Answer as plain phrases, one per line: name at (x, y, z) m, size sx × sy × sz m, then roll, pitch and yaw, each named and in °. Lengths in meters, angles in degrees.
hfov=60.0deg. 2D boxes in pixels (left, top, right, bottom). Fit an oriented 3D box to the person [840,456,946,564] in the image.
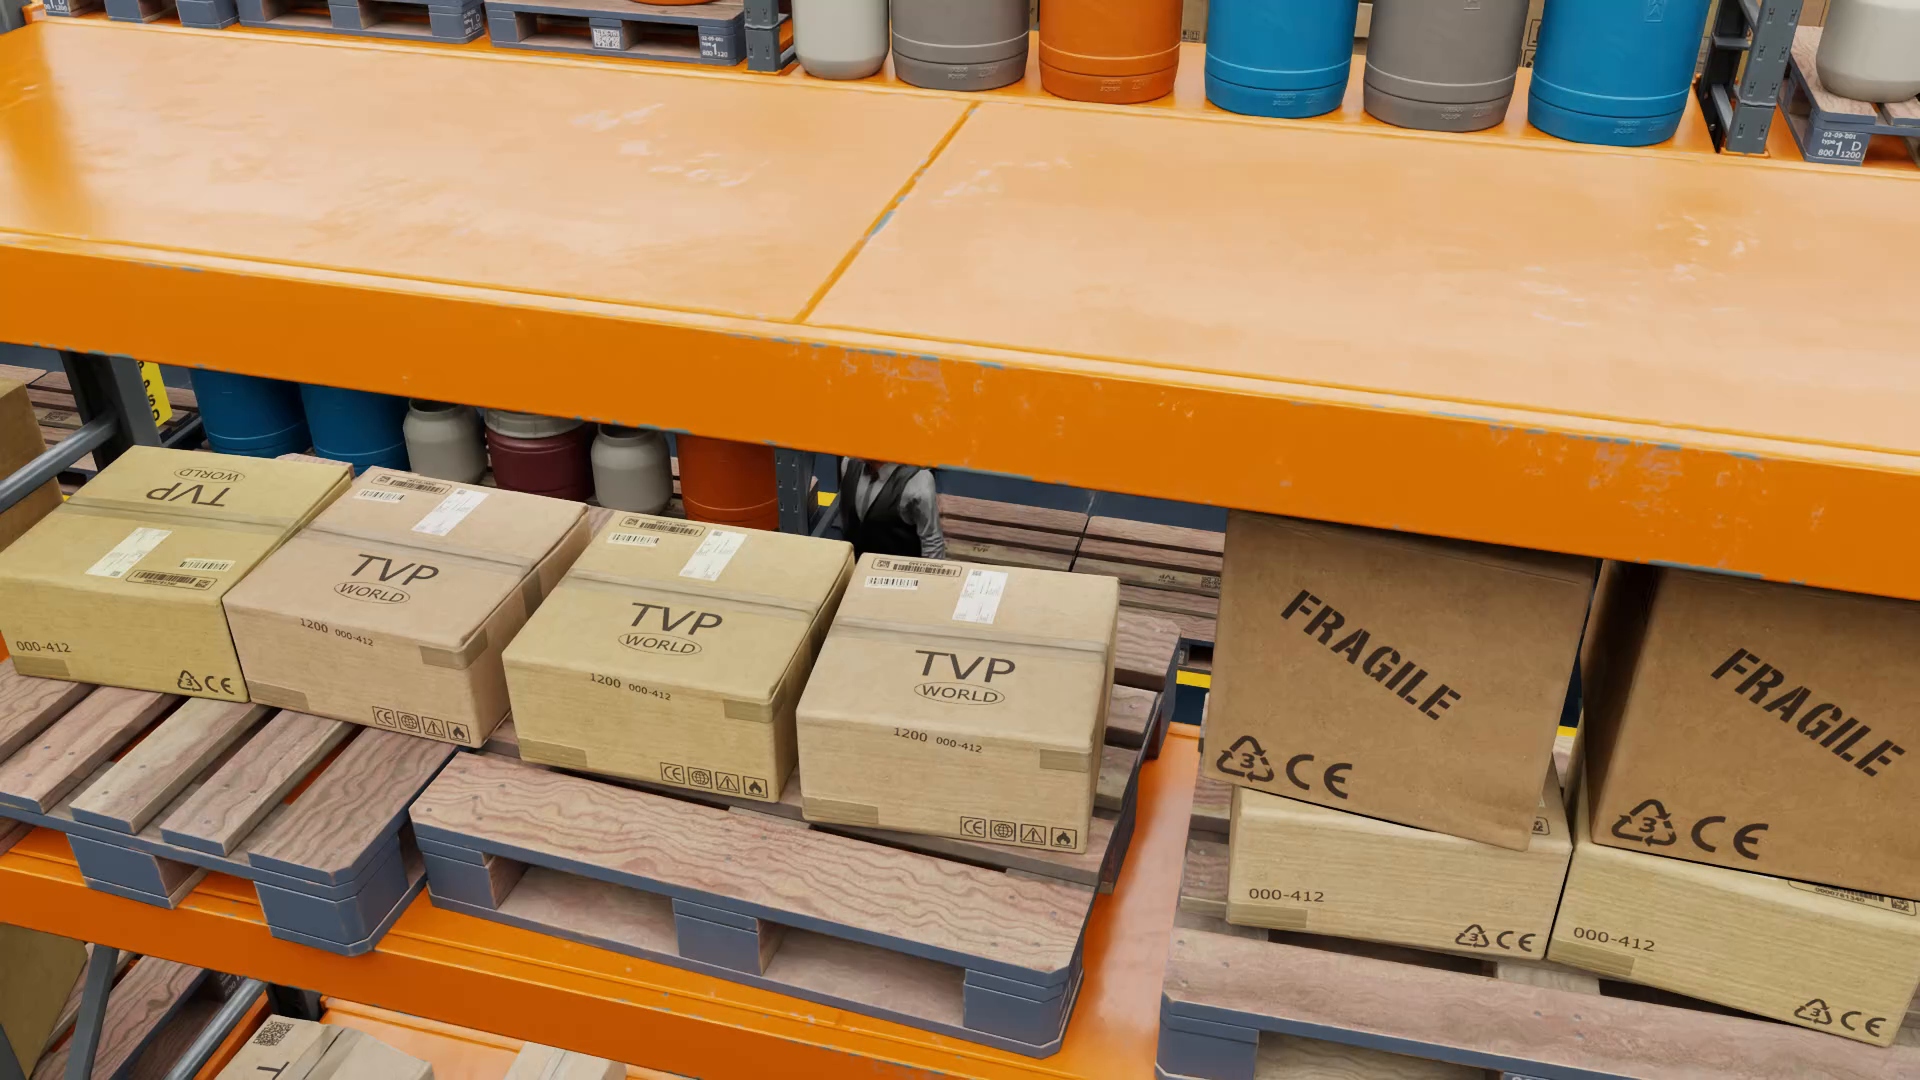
person at (-0.345, 0.162, 7.439) m, size 0.654 × 1.688 × 0.801 m, roll 20°, pitch 38°, yaw 28°
